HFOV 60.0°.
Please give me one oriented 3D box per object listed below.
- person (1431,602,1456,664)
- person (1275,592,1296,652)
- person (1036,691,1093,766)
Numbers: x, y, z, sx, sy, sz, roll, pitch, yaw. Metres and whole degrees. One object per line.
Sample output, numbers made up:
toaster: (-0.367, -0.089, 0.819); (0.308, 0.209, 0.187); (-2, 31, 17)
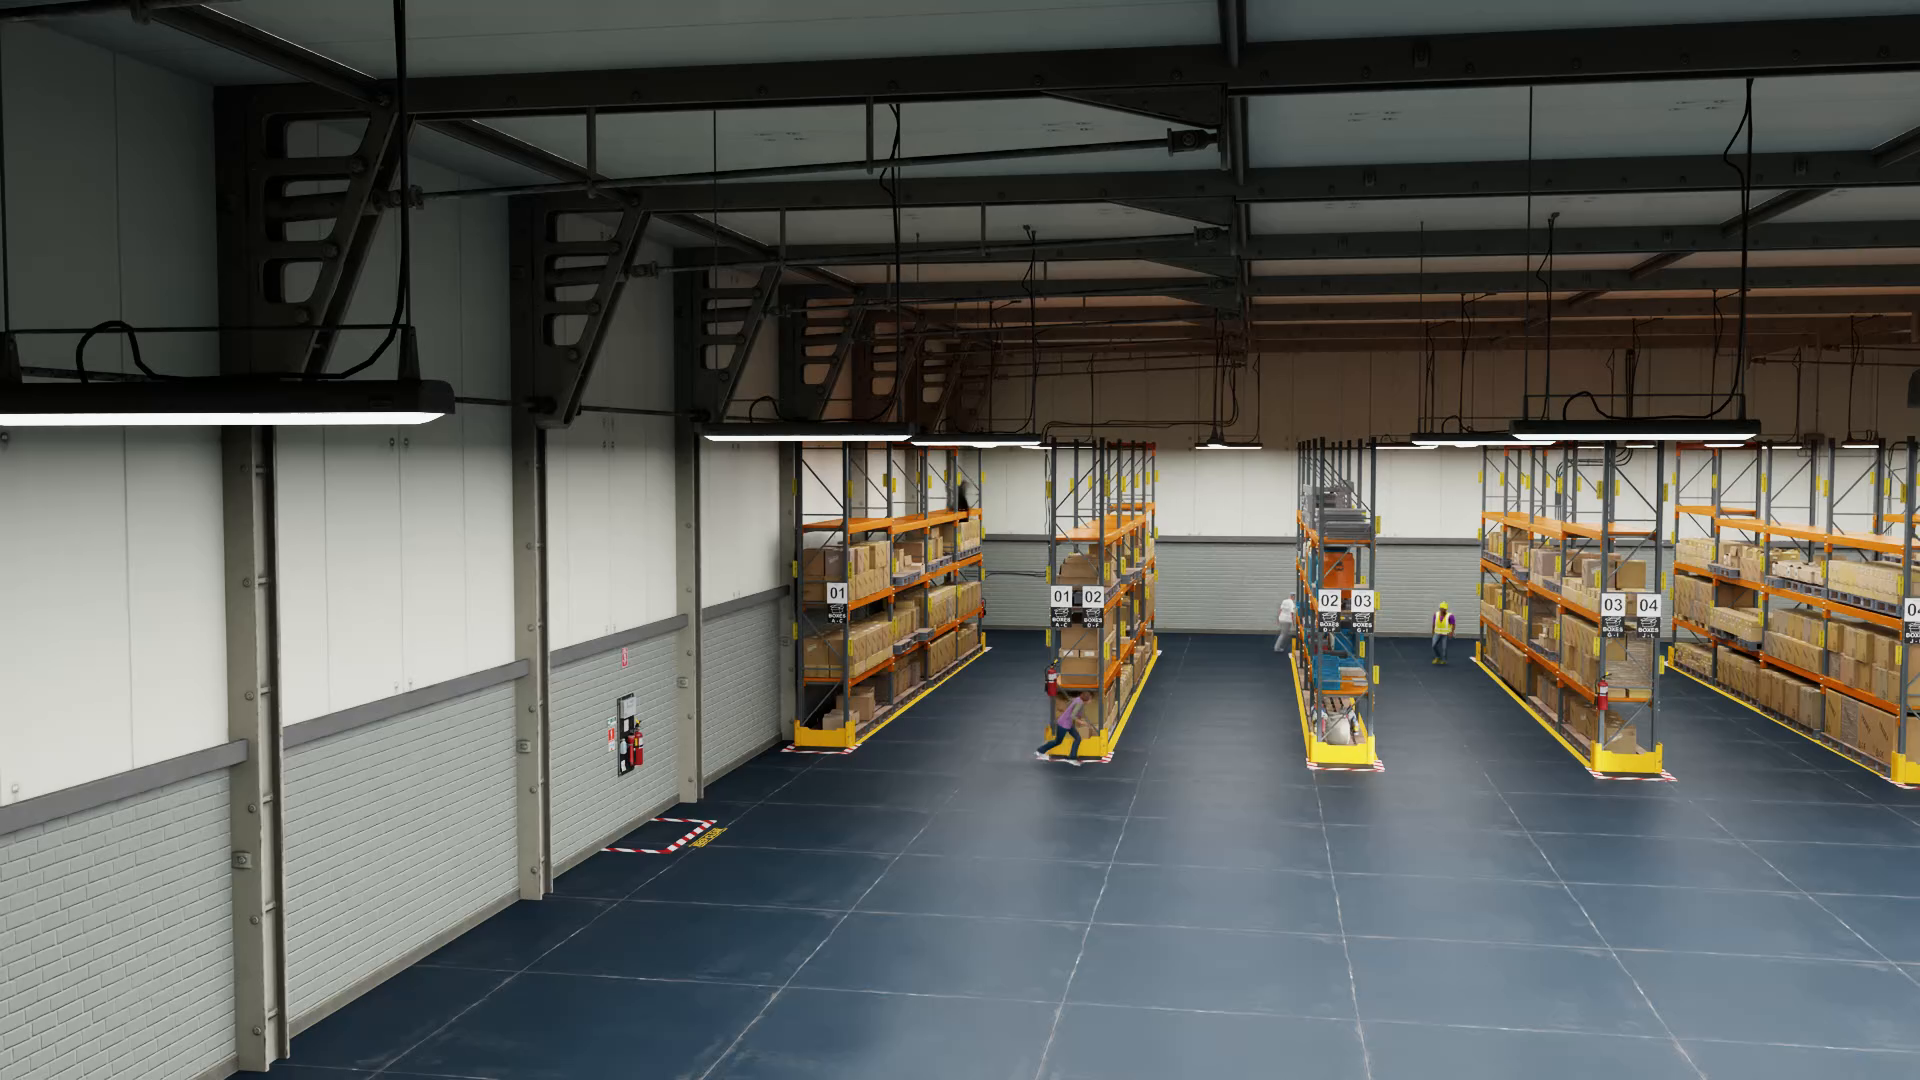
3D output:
person: (12.906, 2.502, 44.456); (0.697, 1.701, 0.731); (2, 3, 28)
person: (9.295, 2.364, 47.492); (0.658, 1.751, 0.653); (-1, 3, -11)
person: (1.895, 3.437, 30.375); (1.060, 1.396, 0.535); (1, 3, 12)
